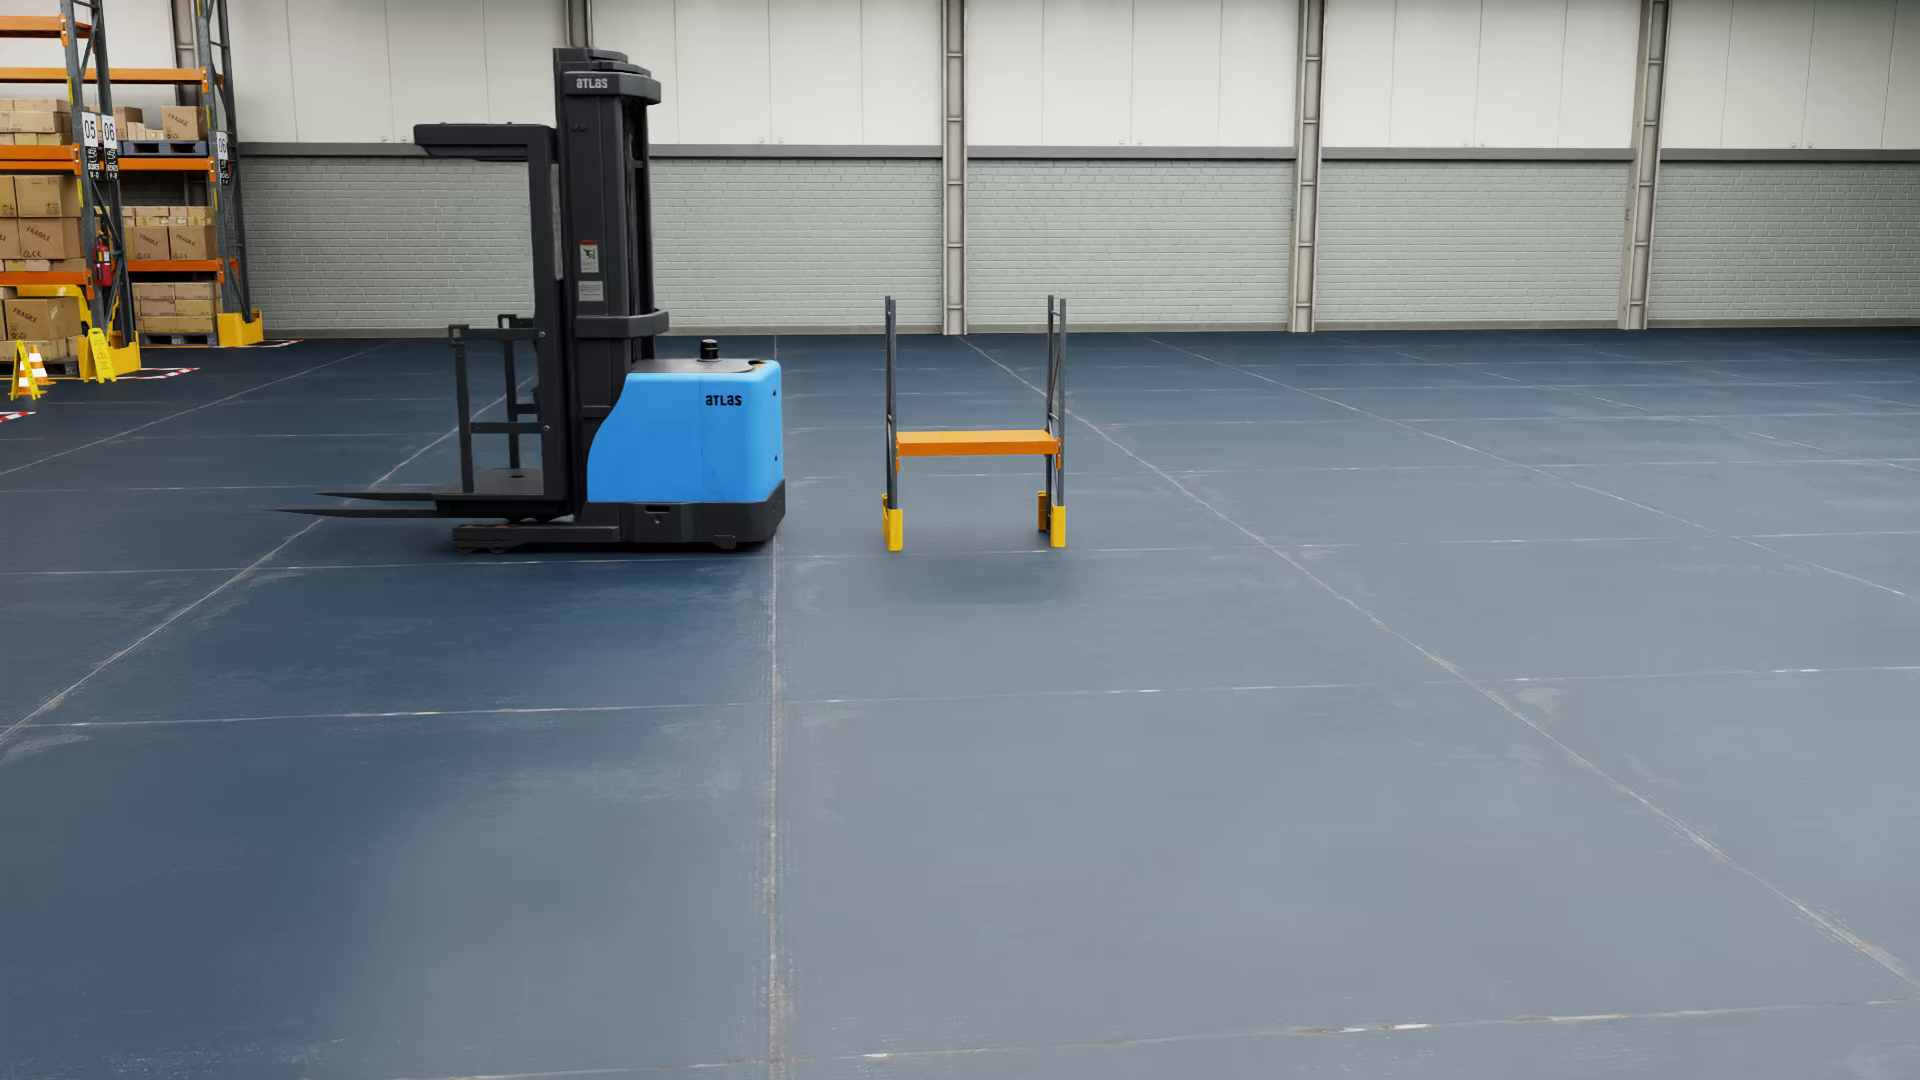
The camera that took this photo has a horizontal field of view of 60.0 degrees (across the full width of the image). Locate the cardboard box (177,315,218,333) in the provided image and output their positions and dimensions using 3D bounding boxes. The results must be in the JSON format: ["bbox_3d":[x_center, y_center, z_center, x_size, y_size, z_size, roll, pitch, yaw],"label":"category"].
[{"bbox_3d":[-11.668,-3.323,25.534,0.500,0.250,0.500,-1,11,-6],"label":"cardboard box"}]

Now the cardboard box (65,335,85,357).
[{"bbox_3d":[-11.527,-2.478,21.235,0.500,0.250,0.500,-1,11,-7],"label":"cardboard box"}]

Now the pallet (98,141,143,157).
[{"bbox_3d":[-13.156,-5.929,25.205,1.213,0.211,1.003,-1,11,-6],"label":"pallet"}]

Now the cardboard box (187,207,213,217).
[{"bbox_3d":[-11.568,-5.002,25.323,0.250,0.149,0.380,-1,11,-6],"label":"cardboard box"}]

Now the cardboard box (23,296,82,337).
[{"bbox_3d":[-11.550,-2.845,21.160,0.500,0.500,0.500,-2,11,-8],"label":"cardboard box"}]

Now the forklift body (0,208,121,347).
[{"bbox_3d":[-12.923,-3.731,23.769,1.214,2.155,2.313,-1,11,-6],"label":"forklift body"}]

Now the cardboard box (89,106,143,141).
[{"bbox_3d":[-12.677,-6.254,25.023,0.500,0.500,0.700,-1,11,-6],"label":"cardboard box"}]

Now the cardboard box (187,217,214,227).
[{"bbox_3d":[-11.549,-4.843,25.285,0.250,0.149,0.380,-1,11,-5],"label":"cardboard box"}]

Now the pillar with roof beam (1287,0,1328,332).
[{"bbox_3d":[6.335,-7.188,23.602,0.400,9.000,9.100,-1,11,-6],"label":"pillar with roof beam"}]

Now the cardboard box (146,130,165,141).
[{"bbox_3d":[-12.026,-6.065,24.968,0.250,0.149,0.380,-2,11,-8],"label":"cardboard box"}]

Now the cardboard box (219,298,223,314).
[{"bbox_3d":[-11.725,-3.669,25.997,0.500,0.250,0.500,-1,11,-5],"label":"cardboard box"}]

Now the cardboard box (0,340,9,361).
[{"bbox_3d":[-11.985,-2.364,20.655,0.500,0.250,0.500,-1,11,-6],"label":"cardboard box"}]

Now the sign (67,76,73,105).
[{"bbox_3d":[-10.655,-5.384,19.908,0.005,0.325,0.100,-1,11,-6],"label":"sign"}]

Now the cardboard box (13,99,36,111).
[{"bbox_3d":[-11.260,-5.263,20.170,0.250,0.149,0.380,-1,11,-5],"label":"cardboard box"}]

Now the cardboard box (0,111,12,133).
[{"bbox_3d":[-11.676,-5.059,20.166,0.500,0.250,0.500,-1,11,-7],"label":"cardboard box"}]

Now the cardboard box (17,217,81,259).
[{"bbox_3d":[-11.205,-3.716,20.461,0.500,0.500,0.500,-1,11,-7],"label":"cardboard box"}]

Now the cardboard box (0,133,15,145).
[{"bbox_3d":[-11.531,-4.862,20.197,0.250,0.149,0.380,-1,11,-4],"label":"cardboard box"}]

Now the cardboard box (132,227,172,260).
[{"bbox_3d":[-12.212,-4.516,25.304,0.500,0.500,0.500,-1,11,-4],"label":"cardboard box"}]

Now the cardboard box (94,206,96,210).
[{"bbox_3d":[-13.092,-4.969,25.155,0.250,0.149,0.380,-1,11,-5],"label":"cardboard box"}]

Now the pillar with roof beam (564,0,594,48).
[{"bbox_3d":[-5.594,-6.938,22.331,0.400,9.000,9.100,-1,11,-6],"label":"pillar with roof beam"}]

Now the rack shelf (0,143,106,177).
[{"bbox_3d":[-12.683,-4.662,20.394,4.000,0.370,1.077,-1,11,-6],"label":"rack shelf"}]

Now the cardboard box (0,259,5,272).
[{"bbox_3d":[-11.793,-3.374,20.404,0.250,0.149,0.380,-1,11,-5],"label":"cardboard box"}]

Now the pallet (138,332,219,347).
[{"bbox_3d":[-11.990,-3.144,25.815,1.213,0.211,1.003,-1,11,-6],"label":"pallet"}]

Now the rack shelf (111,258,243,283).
[{"bbox_3d":[-13.223,-4.142,25.525,4.000,0.370,1.077,-1,11,-6],"label":"rack shelf"}]

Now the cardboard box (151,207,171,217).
[{"bbox_3d":[-12.067,-4.980,25.213,0.250,0.149,0.380,-1,11,-5],"label":"cardboard box"}]

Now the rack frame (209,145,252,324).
[{"bbox_3d":[-11.235,-4.537,25.668,0.127,3.000,1.000,-1,11,-6],"label":"rack frame"}]

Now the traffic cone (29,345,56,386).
[{"bbox_3d":[-10.983,-2.084,19.767,0.334,0.463,0.336,-1,11,-6],"label":"traffic cone"}]

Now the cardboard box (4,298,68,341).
[{"bbox_3d":[-11.463,-2.743,20.639,0.500,0.500,0.500,-1,11,-6],"label":"cardboard box"}]

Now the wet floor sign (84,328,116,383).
[{"bbox_3d":[-10.390,-2.228,20.029,0.232,0.644,0.267,3,11,14],"label":"wet floor sign"}]

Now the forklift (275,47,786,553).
[{"bbox_3d":[-2.661,-1.461,10.203,3.031,2.935,1.130,0,11,1],"label":"forklift"}]

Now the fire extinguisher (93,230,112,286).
[{"bbox_3d":[-10.531,-3.461,20.396,0.183,0.674,0.296,-1,11,-6],"label":"fire extinguisher"}]

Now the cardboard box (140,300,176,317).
[{"bbox_3d":[-12.185,-3.560,25.445,0.500,0.250,0.500,-1,11,-7],"label":"cardboard box"}]

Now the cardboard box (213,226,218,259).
[{"bbox_3d":[-11.757,-4.629,25.876,0.500,0.500,0.500,-1,11,-4],"label":"cardboard box"}]

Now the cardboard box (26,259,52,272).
[{"bbox_3d":[-11.283,-3.386,20.467,0.250,0.149,0.380,-1,11,-7],"label":"cardboard box"}]

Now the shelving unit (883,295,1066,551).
[{"bbox_3d":[0.076,-0.738,10.231,1.083,1.500,0.587,-1,11,-6],"label":"shelving unit"}]

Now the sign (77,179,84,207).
[{"bbox_3d":[-10.655,-4.201,20.140,0.005,0.325,0.100,-1,11,-6],"label":"sign"}]

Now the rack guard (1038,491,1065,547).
[{"bbox_3d":[0.571,-0.135,10.405,0.087,0.250,0.587,-1,11,-6],"label":"rack guard"}]

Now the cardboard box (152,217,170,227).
[{"bbox_3d":[-12.065,-4.838,25.261,0.250,0.149,0.380,-1,11,-5],"label":"cardboard box"}]

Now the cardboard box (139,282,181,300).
[{"bbox_3d":[-12.166,-3.803,25.383,0.500,0.250,0.500,-1,11,-5],"label":"cardboard box"}]

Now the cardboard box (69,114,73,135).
[{"bbox_3d":[-11.224,-5.169,20.729,0.500,0.250,0.500,-1,11,-7],"label":"cardboard box"}]

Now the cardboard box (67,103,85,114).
[{"bbox_3d":[-11.070,-5.356,20.645,0.250,0.149,0.380,-1,11,-6],"label":"cardboard box"}]

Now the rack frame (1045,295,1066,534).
[{"bbox_3d":[0.590,-0.748,10.286,0.032,1.500,0.500,-1,11,-6],"label":"rack frame"}]

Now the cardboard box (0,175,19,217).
[{"bbox_3d":[-11.683,-4.209,20.378,0.500,0.500,0.700,-1,11,-6],"label":"cardboard box"}]

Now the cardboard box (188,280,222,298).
[{"bbox_3d":[-11.733,-3.910,25.930,0.500,0.250,0.500,-1,11,-7],"label":"cardboard box"}]

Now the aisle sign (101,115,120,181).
[{"bbox_3d":[-10.667,-4.921,20.884,0.004,0.787,0.394,-1,11,-6],"label":"aisle sign"}]

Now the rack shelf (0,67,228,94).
[{"bbox_3d":[-13.223,-6.889,24.985,4.000,0.370,1.077,-1,11,-6],"label":"rack shelf"}]

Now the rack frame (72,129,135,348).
[{"bbox_3d":[-10.695,-3.585,20.826,0.127,3.000,1.000,-1,11,-6],"label":"rack frame"}]

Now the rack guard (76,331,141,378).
[{"bbox_3d":[-10.770,-2.357,21.059,0.348,0.500,1.175,-1,11,-6],"label":"rack guard"}]

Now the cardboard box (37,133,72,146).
[{"bbox_3d":[-11.019,-4.872,20.250,0.250,0.149,0.380,-1,11,-6],"label":"cardboard box"}]

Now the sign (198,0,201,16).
[{"bbox_3d":[-11.190,-7.873,24.460,0.005,0.325,0.100,-1,11,-6],"label":"sign"}]

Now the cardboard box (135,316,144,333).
[{"bbox_3d":[-12.661,-3.306,25.447,0.500,0.250,0.500,-1,11,-5],"label":"cardboard box"}]

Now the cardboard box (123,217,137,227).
[{"bbox_3d":[-12.573,-4.821,25.172,0.250,0.149,0.380,-2,11,-8],"label":"cardboard box"}]

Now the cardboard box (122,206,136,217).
[{"bbox_3d":[-12.570,-4.963,25.123,0.250,0.149,0.380,-1,11,-5],"label":"cardboard box"}]
